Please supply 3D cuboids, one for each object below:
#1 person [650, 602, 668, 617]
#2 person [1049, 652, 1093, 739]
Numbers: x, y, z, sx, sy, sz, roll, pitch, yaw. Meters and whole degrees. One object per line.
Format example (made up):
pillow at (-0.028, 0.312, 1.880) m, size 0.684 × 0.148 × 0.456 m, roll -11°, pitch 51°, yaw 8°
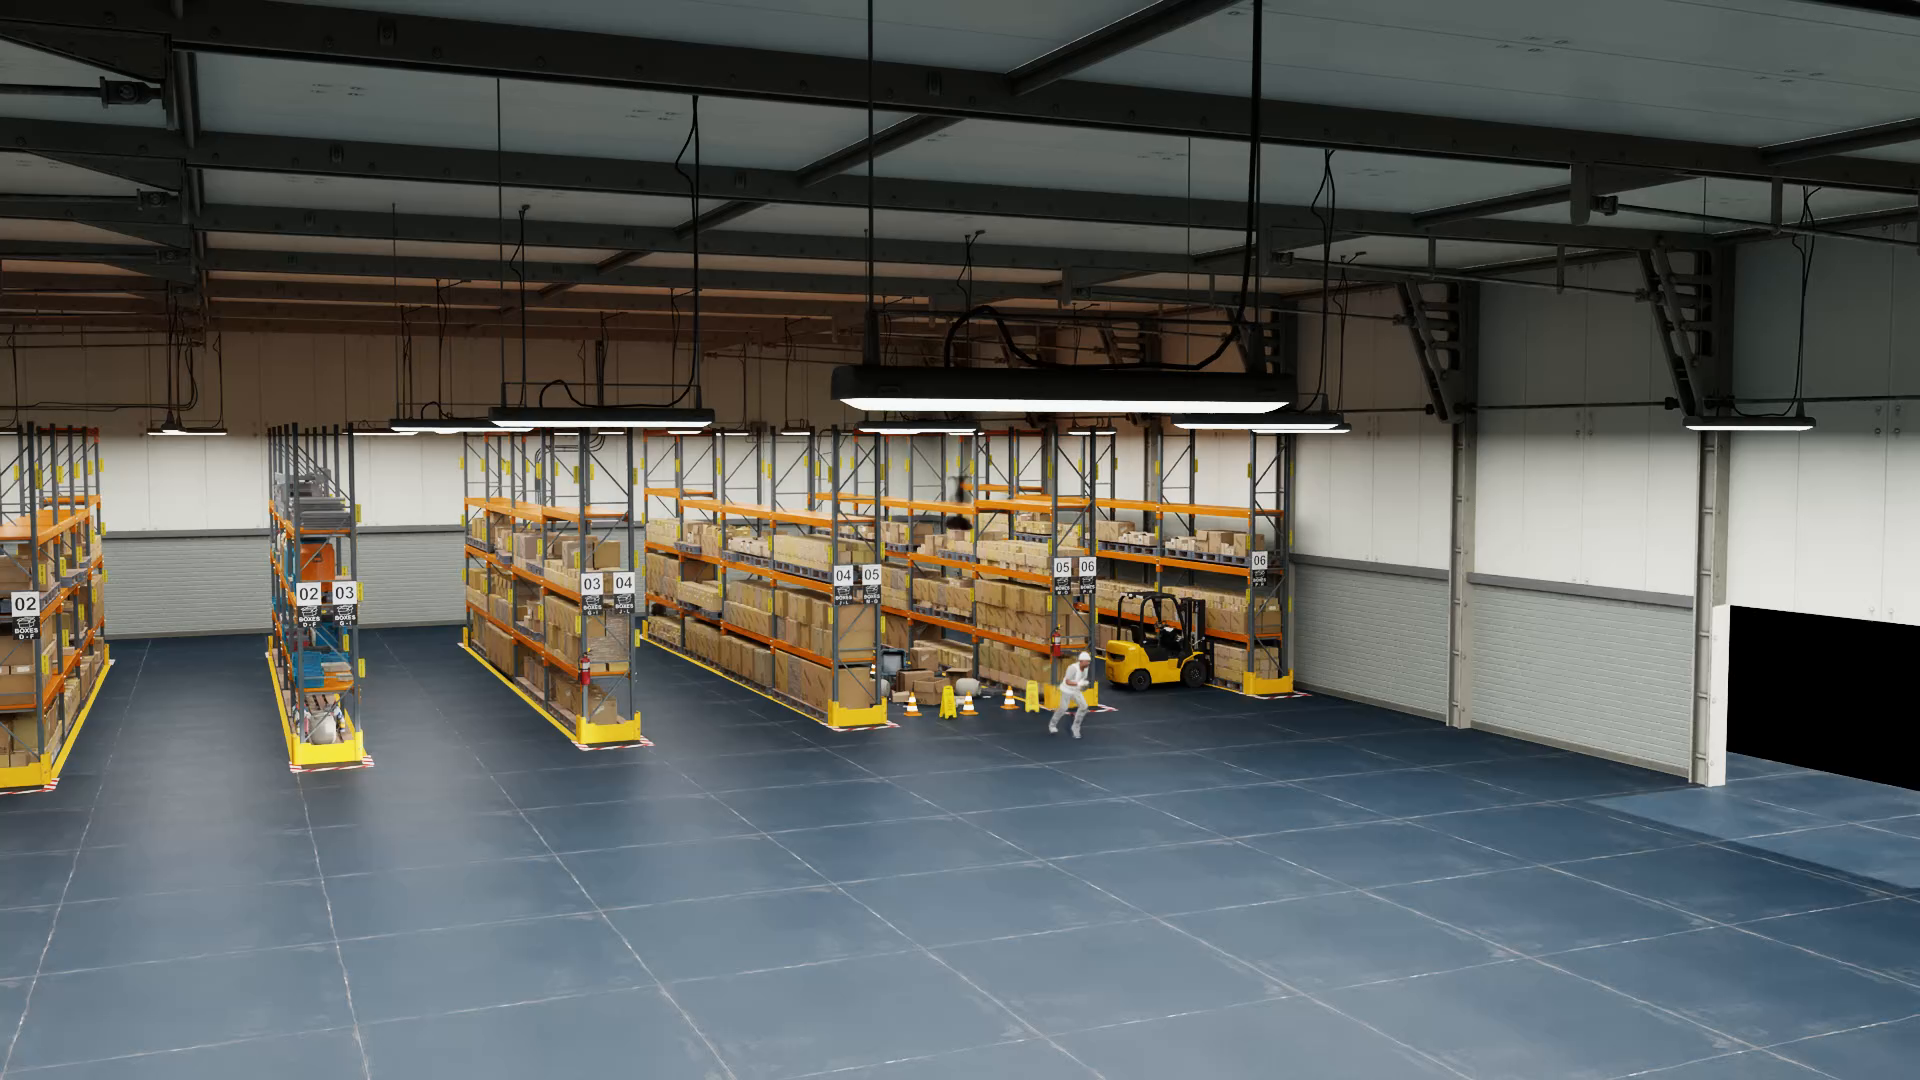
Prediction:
person at (-8.759, 1.895, 48.944) m, size 0.904 × 1.790 × 0.753 m, roll -1°, pitch 4°, yaw -20°
person at (2.133, 2.969, 31.868) m, size 0.999 × 1.702 × 0.726 m, roll 3°, pitch 5°, yaw 41°
